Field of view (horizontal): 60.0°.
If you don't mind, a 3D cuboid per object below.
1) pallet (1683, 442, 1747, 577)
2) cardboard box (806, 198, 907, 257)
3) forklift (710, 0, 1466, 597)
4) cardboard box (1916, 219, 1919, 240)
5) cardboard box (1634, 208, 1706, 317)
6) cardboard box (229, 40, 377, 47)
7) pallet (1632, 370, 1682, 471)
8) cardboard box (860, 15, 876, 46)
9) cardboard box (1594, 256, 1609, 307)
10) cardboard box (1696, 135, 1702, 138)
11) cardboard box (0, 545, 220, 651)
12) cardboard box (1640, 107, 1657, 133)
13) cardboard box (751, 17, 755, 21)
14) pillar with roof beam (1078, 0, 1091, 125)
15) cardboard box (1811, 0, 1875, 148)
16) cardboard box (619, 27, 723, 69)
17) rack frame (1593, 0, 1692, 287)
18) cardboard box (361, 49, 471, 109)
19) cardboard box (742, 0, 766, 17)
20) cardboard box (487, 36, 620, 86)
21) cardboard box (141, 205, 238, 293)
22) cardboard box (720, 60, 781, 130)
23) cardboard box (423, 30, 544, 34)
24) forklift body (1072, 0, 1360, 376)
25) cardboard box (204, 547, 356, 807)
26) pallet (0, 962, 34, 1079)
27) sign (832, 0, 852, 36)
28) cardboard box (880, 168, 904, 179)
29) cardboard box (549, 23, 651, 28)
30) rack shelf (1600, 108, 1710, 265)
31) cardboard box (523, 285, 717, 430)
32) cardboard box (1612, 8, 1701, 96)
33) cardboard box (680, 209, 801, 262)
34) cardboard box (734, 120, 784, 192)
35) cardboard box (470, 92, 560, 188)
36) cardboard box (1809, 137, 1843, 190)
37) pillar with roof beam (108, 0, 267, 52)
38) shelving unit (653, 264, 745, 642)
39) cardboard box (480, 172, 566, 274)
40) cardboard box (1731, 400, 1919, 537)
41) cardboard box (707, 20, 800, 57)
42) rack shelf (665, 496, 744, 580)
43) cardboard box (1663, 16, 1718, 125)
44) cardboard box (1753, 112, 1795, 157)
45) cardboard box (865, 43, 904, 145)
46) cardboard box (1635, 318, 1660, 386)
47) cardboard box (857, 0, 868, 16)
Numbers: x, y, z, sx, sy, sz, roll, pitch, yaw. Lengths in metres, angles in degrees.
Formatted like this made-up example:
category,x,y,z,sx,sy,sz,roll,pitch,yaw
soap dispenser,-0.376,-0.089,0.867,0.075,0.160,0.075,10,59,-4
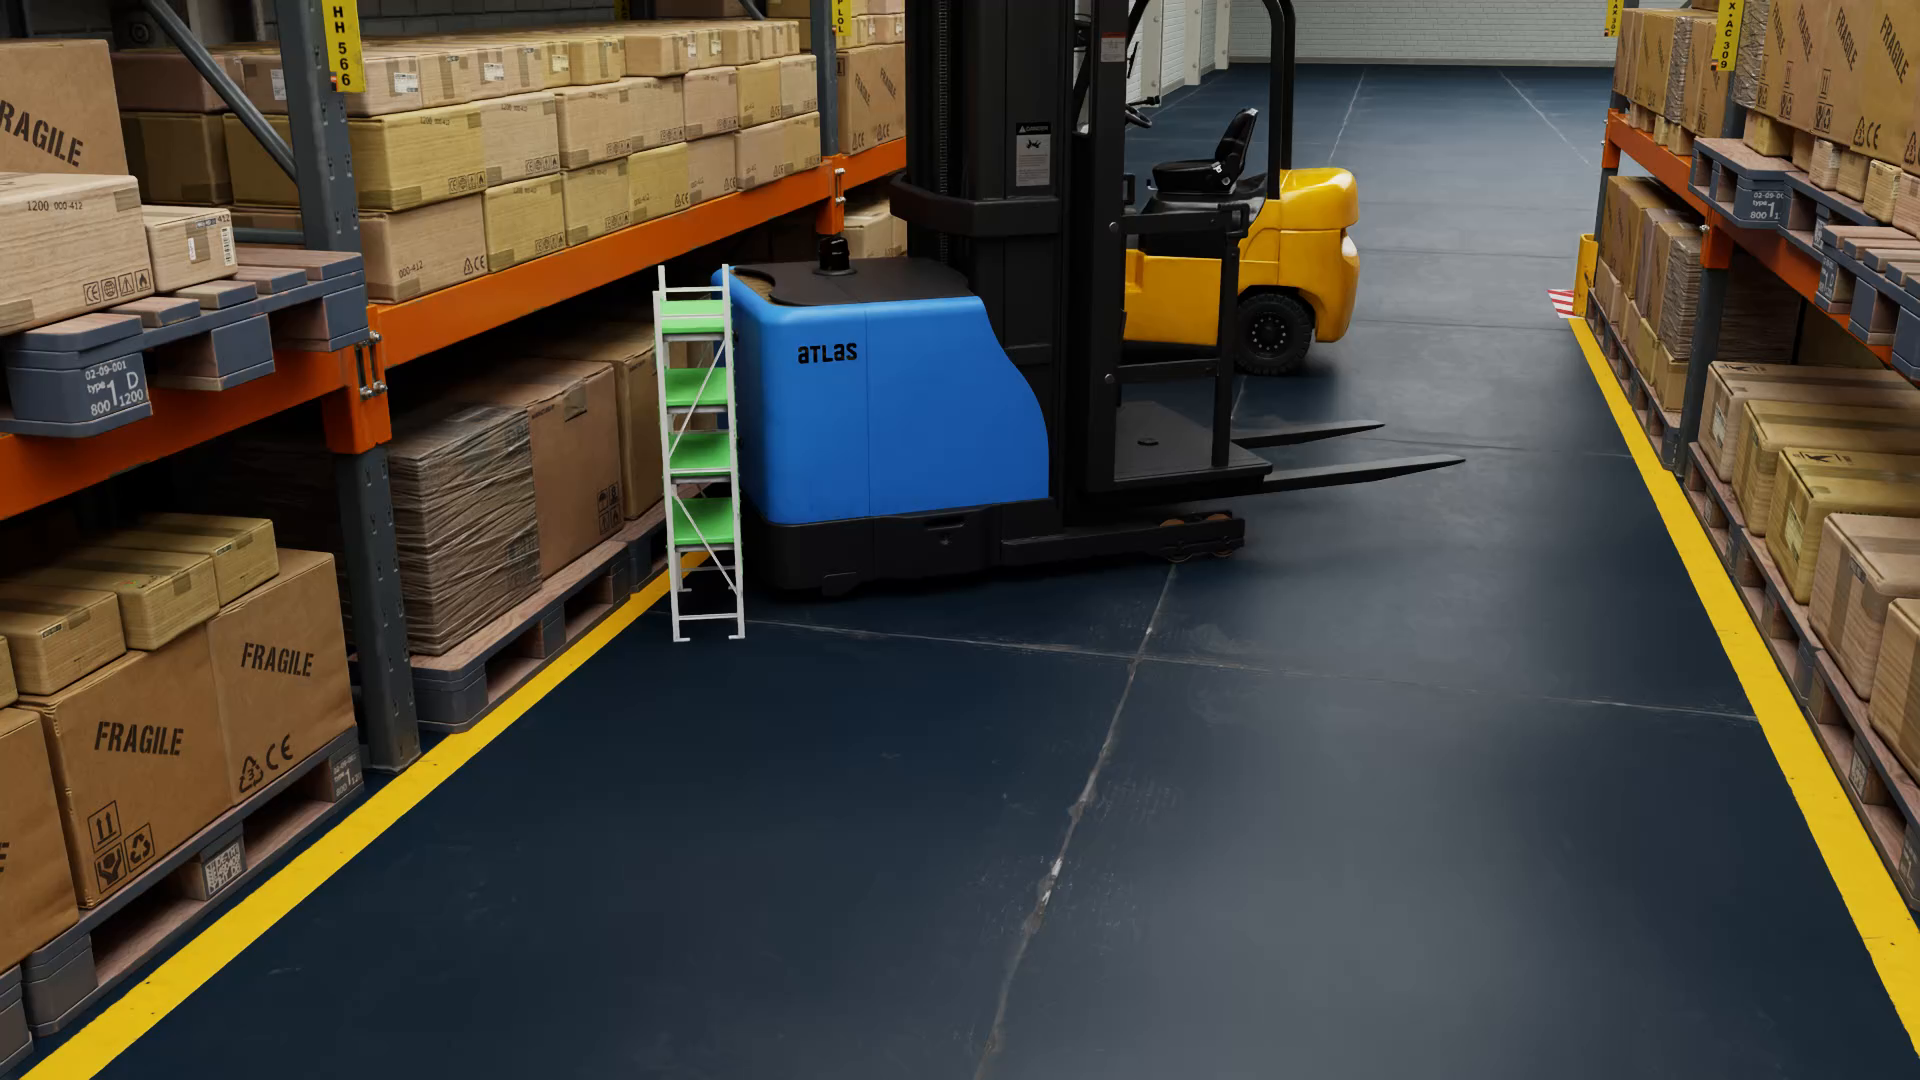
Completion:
category,x,y,z,sx,sy,sz,roll,pitch,yaw
pallet,3.538,-0.107,6.676,1.003,0.211,1.213,5,19,13
cardboard box,-0.531,-1.719,9.137,0.500,0.250,0.500,5,19,13
forklift,0.588,-1.453,6.408,3.031,2.935,1.130,-6,20,-18
cardboard box,2.615,-0.791,4.101,0.380,0.149,0.250,4,19,13
cardboard box,3.857,-1.450,8.736,0.500,0.500,0.500,6,20,16
cardboard box,-2.111,-1.530,5.369,0.380,0.149,0.250,4,19,12
pallet,3.856,-0.565,8.015,1.003,0.211,1.213,5,19,13
cardboard box,-0.656,-2.661,8.678,0.380,0.149,0.250,5,19,13
cardboard box,4.238,-1.591,10.311,0.500,0.250,0.500,4,19,13
cardboard box,3.564,-1.756,7.576,0.380,0.149,0.250,5,20,15
cardboard box,-1.977,0.132,3.875,0.380,0.149,0.250,4,19,11
cardboard box,4.091,-2.399,9.460,0.380,0.149,0.250,5,20,15
cardboard box,-1.231,-2.619,8.555,0.380,0.149,0.250,4,19,12
pillar with roof beam,5.952,-9.429,20.371,9.100,9.000,0.400,5,19,13
cardboard box,2.963,-1.461,5.060,0.500,0.500,0.500,4,19,11
cardboard box,-1.173,-1.967,6.647,0.380,0.149,0.250,4,19,12
rack frame,4.704,-2.925,10.610,1.000,3.000,0.127,5,19,13
cardboard box,-1.638,-1.323,4.762,0.380,0.149,0.250,5,20,15
cardboard box,-1.201,-2.756,8.498,0.380,0.149,0.250,4,19,12
cardboard box,-1.396,-1.645,5.704,0.380,0.149,0.250,5,20,15
cardboard box,-1.853,-0.652,3.695,0.380,0.149,0.250,5,19,14
cardboard box,-1.078,-1.892,7.044,0.500,0.250,0.500,4,19,12
cardboard box,-1.799,-1.849,6.302,0.380,0.149,0.250,5,19,14
forklift body,1.195,-2.176,9.730,2.313,2.155,1.214,5,19,13
cardboard box,-1.960,0.325,4.312,0.500,0.500,0.500,5,20,15
pallet,-2.584,1.124,3.072,1.003,0.211,1.213,5,19,13
sign,-0.559,-2.533,7.793,0.100,0.325,0.005,5,19,13
cardboard box,-0.663,-2.238,10.656,0.500,0.250,0.500,5,19,13
cardboard box,-1.560,-2.165,7.227,0.380,0.149,0.250,5,19,13
rack shelf,4.215,-1.958,8.891,1.077,0.370,4.000,5,19,13
cardboard box,-1.401,-0.730,7.208,0.875,0.625,0.625,4,19,13
cardboard box,4.319,-2.986,10.176,0.500,0.500,0.500,4,19,13
cardboard box,-1.155,-1.602,8.795,0.500,0.250,0.500,5,20,14
cardboard box,-1.075,-1.654,7.123,0.500,0.250,0.500,5,19,13
cardboard box,-1.596,-1.251,5.167,0.500,0.250,0.500,5,20,15
cardboard box,2.940,-1.196,5.289,0.380,0.149,0.250,5,20,15
pillar with roof beam,1.554,-3.787,3.853,9.100,9.000,0.400,5,19,13
shelving unit,-0.891,-0.306,5.727,0.258,1.200,0.503,-3,19,-7
cardboard box,-1.592,-1.014,5.249,0.500,0.250,0.500,4,19,12
cardboard box,3.428,-0.236,6.154,0.950,0.372,0.625,6,20,17
cardboard box,-0.956,-2.292,7.598,0.380,0.149,0.250,5,20,15
rack shelf,-0.891,-0.018,5.825,0.258,0.148,0.480,-3,19,-7
cardboard box,3.835,-2.343,8.292,0.500,0.500,0.500,5,20,15
cardboard box,3.215,-1.525,6.251,0.380,0.149,0.250,5,20,14
cardboard box,-0.615,-2.392,8.896,0.500,0.500,0.500,5,19,14
cardboard box,3.731,-0.943,8.412,0.500,0.250,0.500,4,19,12
cardboard box,-0.692,-2.803,8.636,0.380,0.149,0.250,4,19,12
